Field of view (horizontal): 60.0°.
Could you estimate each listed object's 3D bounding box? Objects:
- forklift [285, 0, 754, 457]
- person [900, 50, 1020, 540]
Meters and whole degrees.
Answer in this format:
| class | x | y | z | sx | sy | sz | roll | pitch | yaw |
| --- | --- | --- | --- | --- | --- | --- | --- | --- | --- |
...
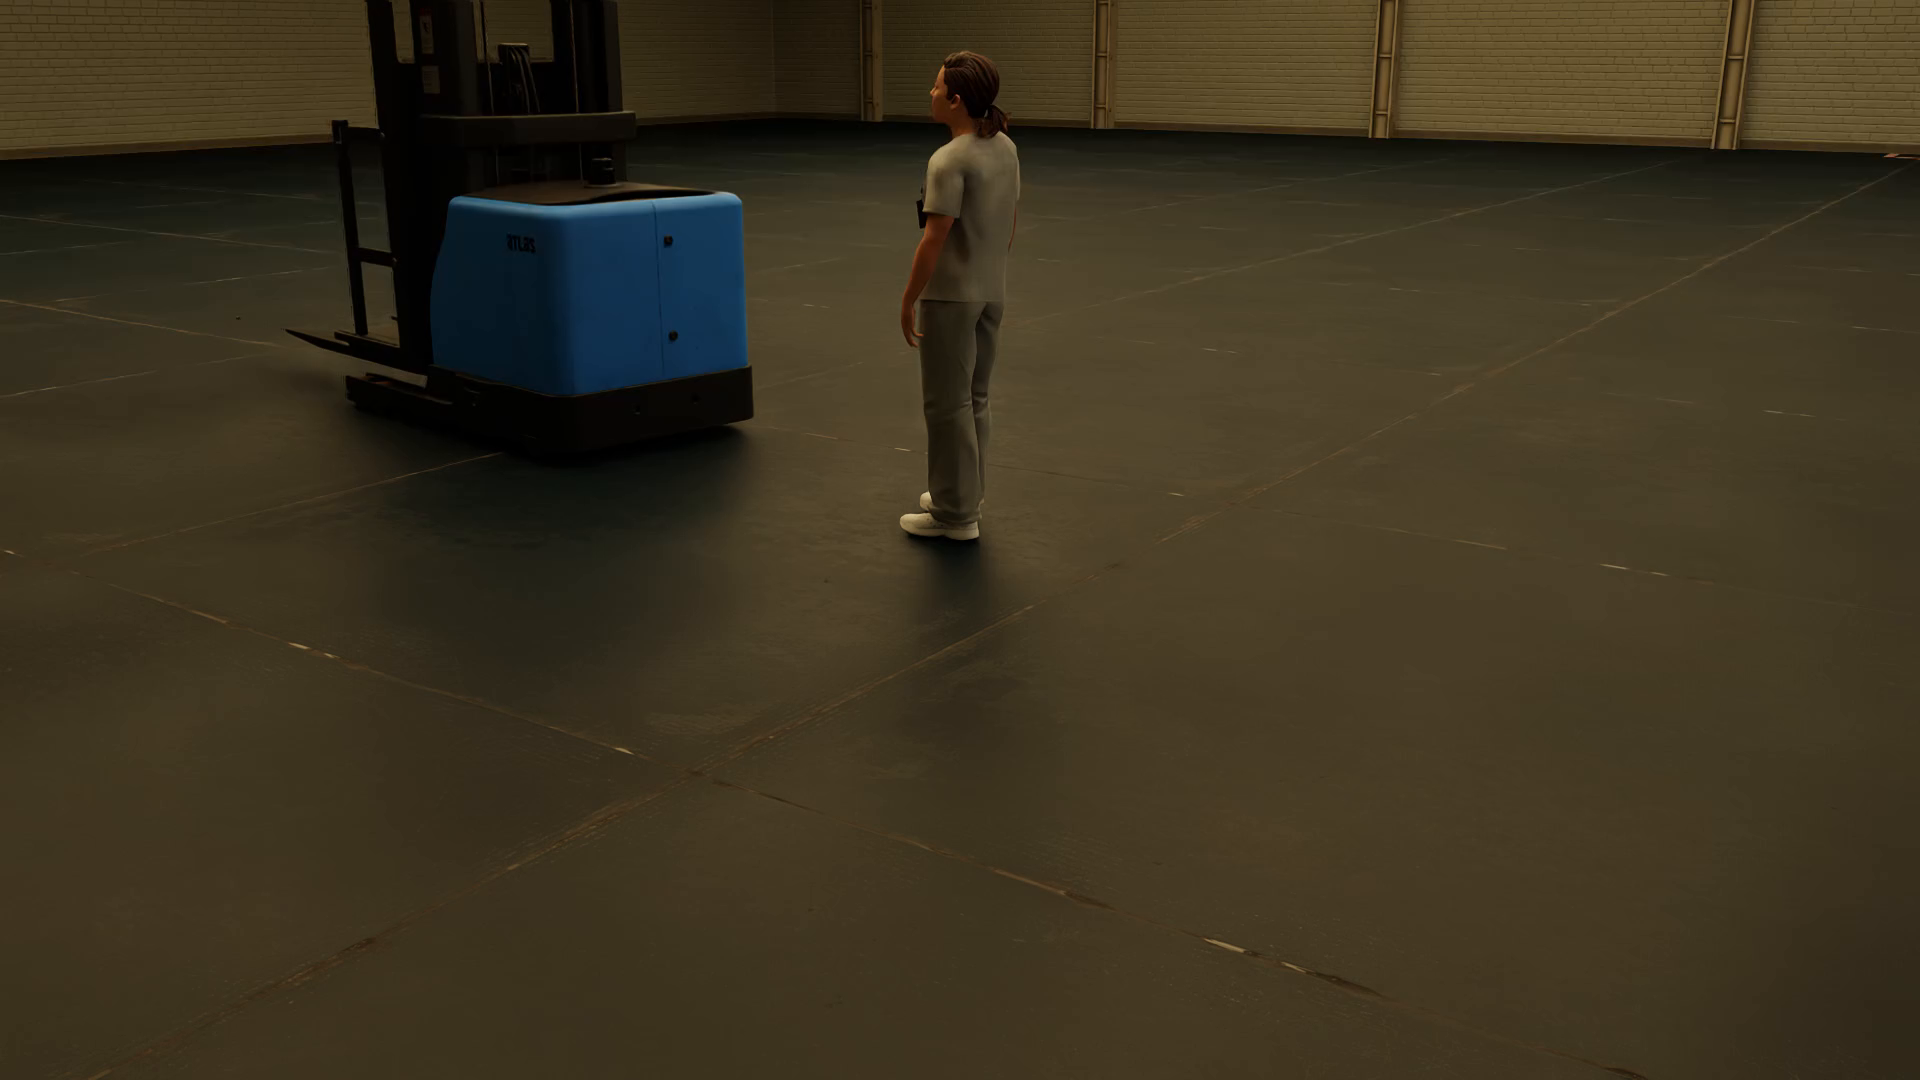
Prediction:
| class | x | y | z | sx | sy | sz | roll | pitch | yaw |
| --- | --- | --- | --- | --- | --- | --- | --- | --- | --- |
| forklift | -2.340 | -2.095 | 7.840 | 3.031 | 2.935 | 1.130 | 16 | 23 | 42 |
| person | -0.053 | -0.825 | 5.757 | 0.549 | 1.675 | 0.550 | 11 | 20 | 33 |
